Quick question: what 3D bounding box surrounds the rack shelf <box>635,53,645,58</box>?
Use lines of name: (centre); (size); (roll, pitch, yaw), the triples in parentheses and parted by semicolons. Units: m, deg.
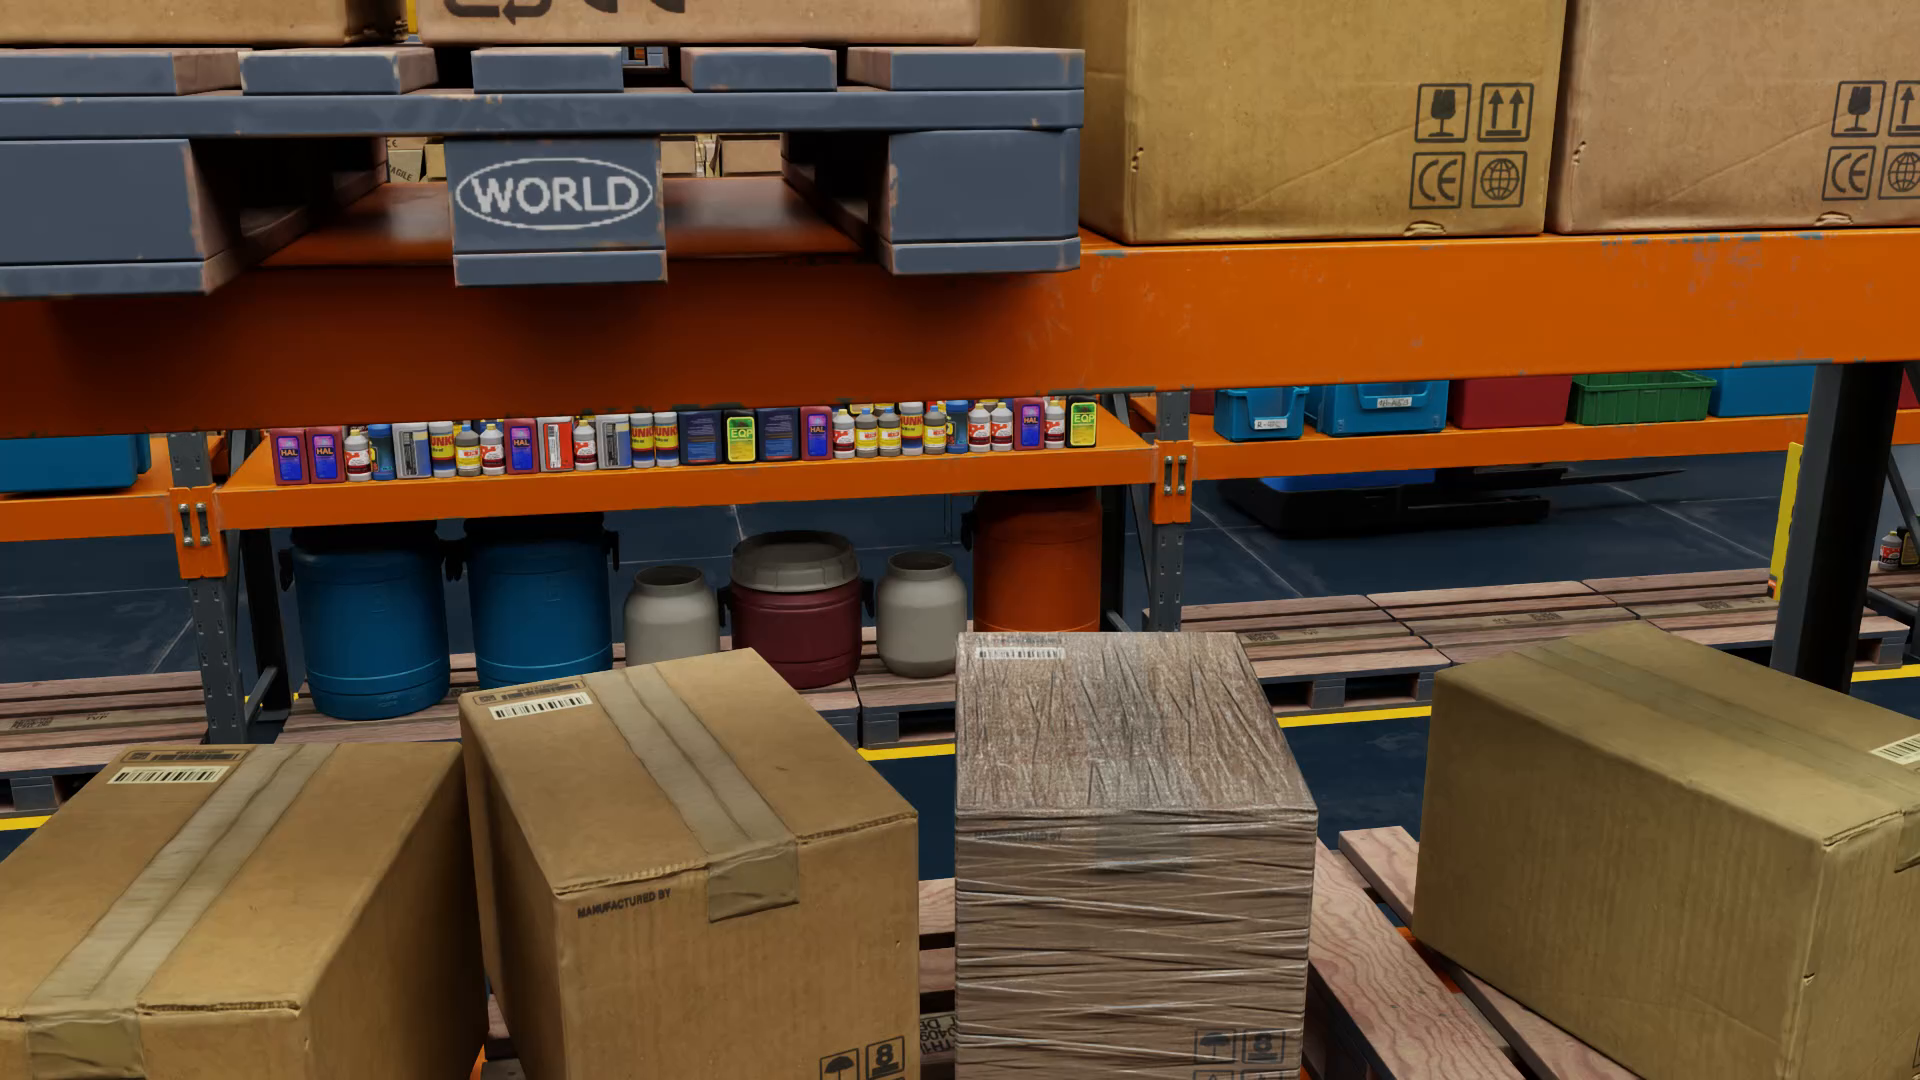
rack shelf: (-2.907, -4.583, 16.240); (4.000, 0.370, 1.077); (-3, 17, -10)

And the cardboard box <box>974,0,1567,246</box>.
cardboard box: (0.340, -0.703, 2.213); (0.500, 0.500, 0.910); (-3, 17, -10)

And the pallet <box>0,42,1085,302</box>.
pallet: (-0.482, -0.509, 2.070); (1.003, 0.211, 1.213); (-3, 17, -10)

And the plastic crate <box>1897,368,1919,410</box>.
plastic crate: (4.348, -0.879, 7.956); (0.583, 0.464, 0.402); (-3, 17, -10)

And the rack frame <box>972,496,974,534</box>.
rack frame: (0.104, -0.579, 10.155); (0.006, 1.200, 0.240); (-3, 17, -10)

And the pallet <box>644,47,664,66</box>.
pallet: (-1.226, -1.997, 6.919); (1.213, 0.211, 1.003); (-3, 17, -10)

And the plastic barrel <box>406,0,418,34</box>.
plastic barrel: (-2.232, -2.352, 6.716); (0.600, 0.588, 0.600); (0, 17, 0)

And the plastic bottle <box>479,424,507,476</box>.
plastic bottle: (-1.894, -0.369, 6.742); (0.097, 0.201, 0.097); (0, 17, 0)

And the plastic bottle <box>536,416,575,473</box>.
plastic bottle: (-1.654, -0.426, 6.802); (0.135, 0.276, 0.152); (-3, 17, -10)

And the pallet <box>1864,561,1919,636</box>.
pallet: (5.432, 0.344, 8.832); (1.213, 0.211, 1.003); (-3, 17, -10)

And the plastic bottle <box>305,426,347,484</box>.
plastic bottle: (-2.518, -0.367, 6.597); (0.133, 0.283, 0.061); (-3, 17, -10)

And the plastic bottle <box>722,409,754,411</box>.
plastic bottle: (-0.925, -0.476, 6.950); (0.133, 0.283, 0.061); (-3, 17, -10)

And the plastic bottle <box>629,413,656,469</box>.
plastic bottle: (-1.307, -0.436, 6.840); (0.097, 0.271, 0.097); (0, 17, 0)

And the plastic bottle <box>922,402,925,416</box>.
plastic bottle: (-0.210, -0.707, 7.722); (0.097, 0.271, 0.097); (0, 17, 0)

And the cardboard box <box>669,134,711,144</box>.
cardboard box: (-3.411, -5.029, 20.979); (0.500, 0.250, 0.500); (-4, 17, -12)

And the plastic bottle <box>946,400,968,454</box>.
plastic bottle: (-0.013, -0.509, 7.079); (0.097, 0.271, 0.097); (0, 17, 0)

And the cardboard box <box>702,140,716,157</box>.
cardboard box: (-2.465, -3.941, 16.733); (0.250, 0.149, 0.380); (-2, 17, -8)

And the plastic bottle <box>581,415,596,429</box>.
plastic bottle: (-1.670, -0.608, 7.522); (0.097, 0.201, 0.097); (0, 17, 0)

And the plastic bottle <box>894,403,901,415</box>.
plastic bottle: (-0.243, -0.734, 7.792); (0.133, 0.283, 0.061); (-3, 17, -10)

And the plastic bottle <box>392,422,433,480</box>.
plastic bottle: (-2.204, -0.395, 6.700); (0.135, 0.276, 0.152); (-3, 17, -10)

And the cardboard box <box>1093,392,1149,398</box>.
cardboard box: (1.094, -1.262, 12.819); (0.500, 0.500, 0.700); (-5, 18, -15)

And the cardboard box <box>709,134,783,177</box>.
cardboard box: (-1.463, -2.624, 11.869); (0.637, 0.503, 0.797); (-3, 17, -9)

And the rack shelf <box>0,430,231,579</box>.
rack shelf: (-5.054, -0.063, 6.632); (4.000, 0.370, 1.077); (-3, 17, -10)

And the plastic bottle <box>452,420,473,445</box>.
plastic bottle: (-2.222, -0.598, 7.235); (0.185, 0.351, 0.144); (-3, 17, -10)

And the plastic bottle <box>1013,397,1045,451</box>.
plastic bottle: (0.295, -0.527, 7.116); (0.133, 0.283, 0.061); (-3, 17, -10)

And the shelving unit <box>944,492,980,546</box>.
shelving unit: (0.014, -0.574, 10.138); (0.189, 1.200, 0.258); (-3, 17, -10)

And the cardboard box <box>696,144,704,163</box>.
cardboard box: (-2.608, -3.738, 16.074); (0.250, 0.149, 0.380); (-2, 17, -8)

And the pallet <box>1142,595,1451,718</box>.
pallet: (1.606, 0.560, 8.128); (1.213, 0.211, 1.003); (-3, 17, -10)

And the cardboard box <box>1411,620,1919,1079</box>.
cardboard box: (1.177, 0.506, 2.669); (0.500, 0.500, 0.700); (-10, 20, -29)

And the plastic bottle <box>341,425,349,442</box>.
plastic bottle: (-2.764, -0.574, 7.283); (0.135, 0.276, 0.152); (-3, 17, -10)

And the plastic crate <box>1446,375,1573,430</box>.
plastic crate: (2.482, -0.773, 7.611); (0.583, 0.464, 0.402); (-3, 17, -10)

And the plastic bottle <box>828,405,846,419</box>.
plastic bottle: (-0.579, -0.704, 7.713); (0.097, 0.271, 0.097); (0, 17, 0)

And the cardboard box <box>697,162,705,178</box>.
cardboard box: (-2.609, -3.596, 16.116); (0.250, 0.149, 0.380); (-3, 17, -9)

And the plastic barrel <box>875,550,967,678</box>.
plastic barrel: (-0.177, 0.337, 7.628); (0.421, 0.512, 0.421); (0, 17, 0)

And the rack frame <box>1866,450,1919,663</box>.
rack frame: (4.765, -0.964, 8.340); (0.127, 3.000, 1.000); (-3, 17, -10)

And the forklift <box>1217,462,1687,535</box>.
forklift: (3.295, -1.644, 10.672); (3.031, 2.935, 1.130); (-4, 18, -13)

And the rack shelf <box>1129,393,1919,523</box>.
rack shelf: (2.801, -0.508, 8.083); (4.000, 0.370, 1.077); (-3, 17, -10)

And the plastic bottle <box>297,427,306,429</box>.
plastic bottle: (-2.643, -0.423, 6.664); (0.185, 0.351, 0.144); (-3, 17, -10)

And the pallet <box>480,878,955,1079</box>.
pallet: (-0.135, 0.889, 2.636); (1.213, 0.211, 1.003); (-3, 17, -10)

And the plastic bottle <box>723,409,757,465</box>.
plastic bottle: (-0.913, -0.458, 6.893); (0.133, 0.283, 0.061); (-3, 17, -10)

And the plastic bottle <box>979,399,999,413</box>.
plastic bottle: (0.137, -0.711, 7.856); (0.097, 0.201, 0.097); (0, 17, 0)

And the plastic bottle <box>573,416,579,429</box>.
plastic bottle: (-1.736, -0.593, 7.352); (0.097, 0.271, 0.097); (0, 17, 0)

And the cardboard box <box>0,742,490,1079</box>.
cardboard box: (-0.983, 0.643, 2.224); (0.500, 0.500, 0.700); (-1, 17, -2)

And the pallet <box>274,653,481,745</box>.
pallet: (-2.324, 0.784, 7.400); (1.213, 0.211, 1.003); (-3, 17, -10)

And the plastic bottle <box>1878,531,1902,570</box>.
plastic bottle: (5.062, 0.054, 9.045); (0.097, 0.201, 0.097); (0, 17, 0)

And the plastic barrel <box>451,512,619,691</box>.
plastic barrel: (-1.857, 0.219, 7.347); (0.708, 0.901, 0.600); (-3, 17, -10)

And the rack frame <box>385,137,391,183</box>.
rack frame: (-4.029, -1.946, 11.538); (0.127, 3.000, 1.000); (-3, 17, -10)

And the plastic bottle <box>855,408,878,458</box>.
plastic bottle: (-0.395, -0.454, 7.019); (0.097, 0.201, 0.097); (0, 17, 0)

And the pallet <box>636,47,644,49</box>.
pallet: (-3.702, -6.255, 20.780); (1.213, 0.211, 1.003); (-2, 17, -8)

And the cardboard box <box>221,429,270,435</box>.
cardboard box: (-4.693, -1.117, 11.744); (0.875, 0.875, 0.875); (-3, 17, -10)
